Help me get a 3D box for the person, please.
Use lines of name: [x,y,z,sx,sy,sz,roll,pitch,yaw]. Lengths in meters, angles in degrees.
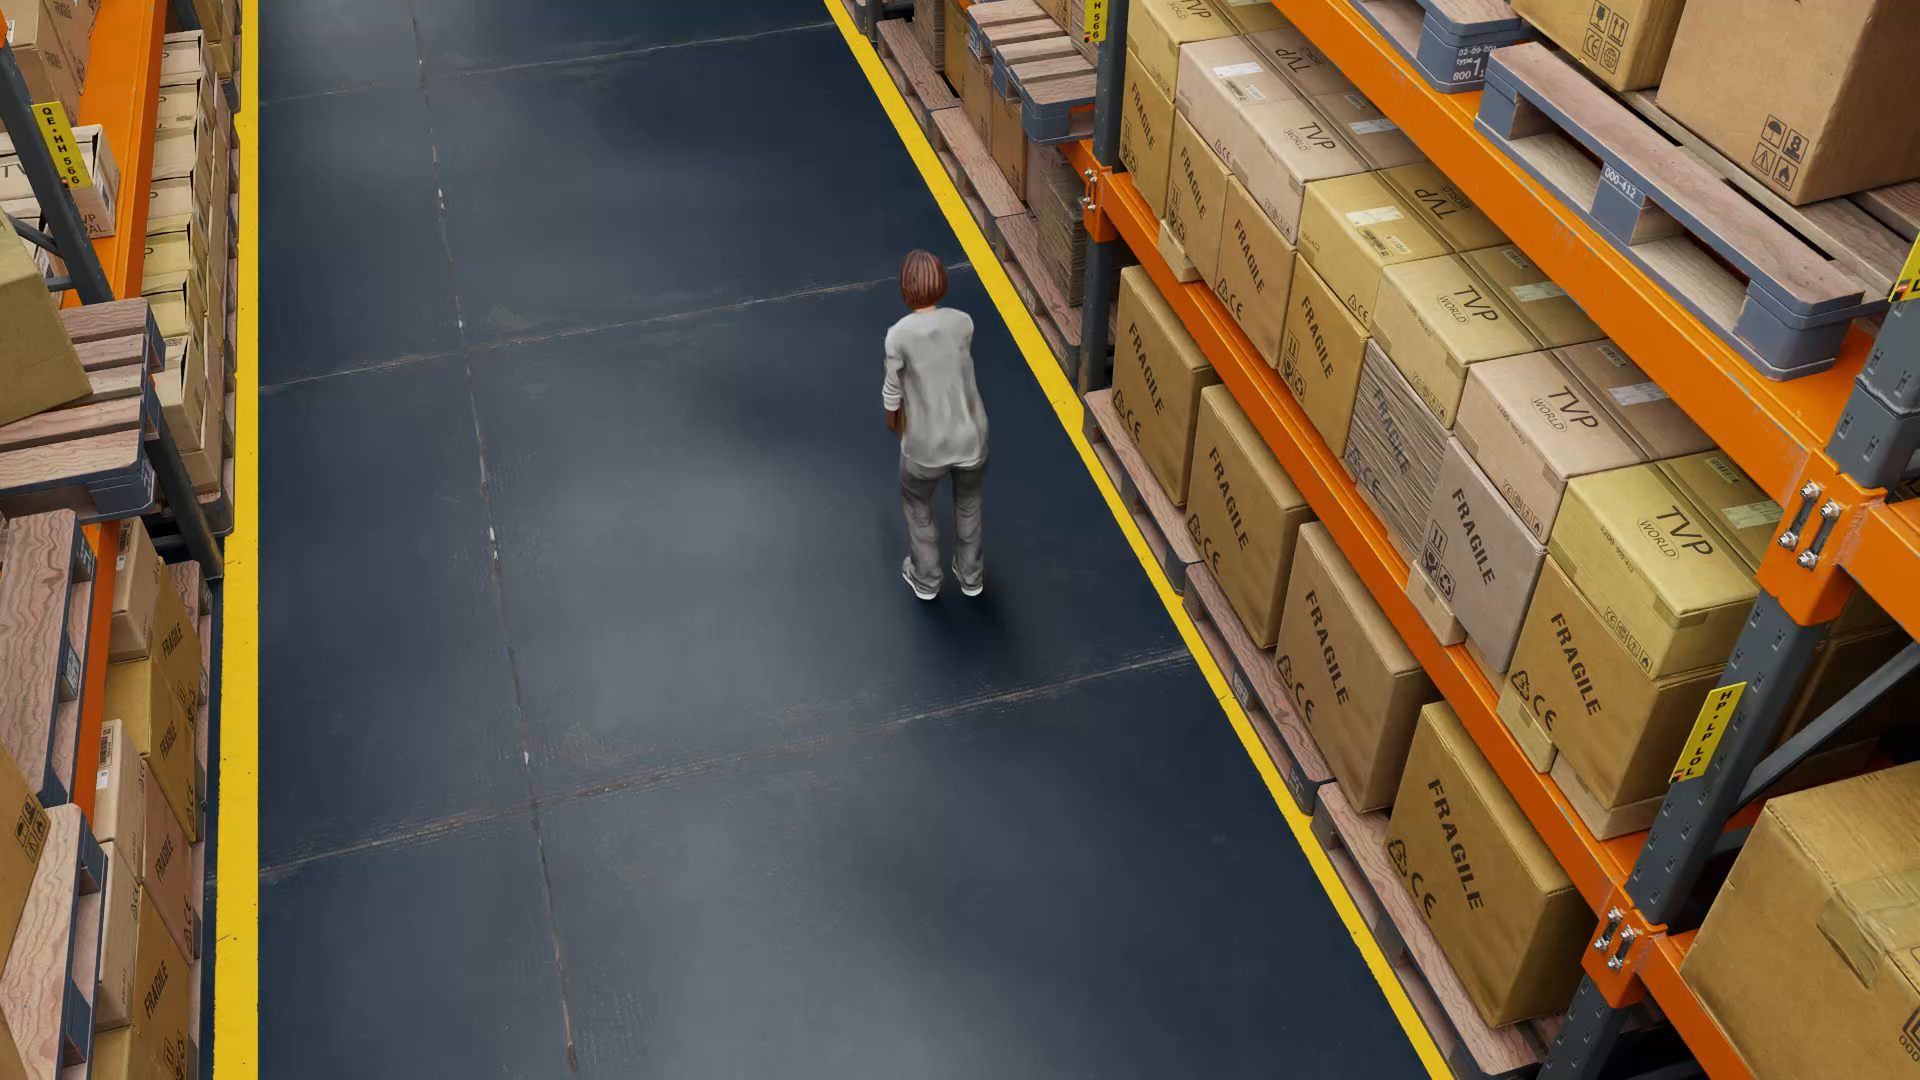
person: [-0.095,-0.416,6.668,0.373,1.535,0.541,-13,44,-13]
